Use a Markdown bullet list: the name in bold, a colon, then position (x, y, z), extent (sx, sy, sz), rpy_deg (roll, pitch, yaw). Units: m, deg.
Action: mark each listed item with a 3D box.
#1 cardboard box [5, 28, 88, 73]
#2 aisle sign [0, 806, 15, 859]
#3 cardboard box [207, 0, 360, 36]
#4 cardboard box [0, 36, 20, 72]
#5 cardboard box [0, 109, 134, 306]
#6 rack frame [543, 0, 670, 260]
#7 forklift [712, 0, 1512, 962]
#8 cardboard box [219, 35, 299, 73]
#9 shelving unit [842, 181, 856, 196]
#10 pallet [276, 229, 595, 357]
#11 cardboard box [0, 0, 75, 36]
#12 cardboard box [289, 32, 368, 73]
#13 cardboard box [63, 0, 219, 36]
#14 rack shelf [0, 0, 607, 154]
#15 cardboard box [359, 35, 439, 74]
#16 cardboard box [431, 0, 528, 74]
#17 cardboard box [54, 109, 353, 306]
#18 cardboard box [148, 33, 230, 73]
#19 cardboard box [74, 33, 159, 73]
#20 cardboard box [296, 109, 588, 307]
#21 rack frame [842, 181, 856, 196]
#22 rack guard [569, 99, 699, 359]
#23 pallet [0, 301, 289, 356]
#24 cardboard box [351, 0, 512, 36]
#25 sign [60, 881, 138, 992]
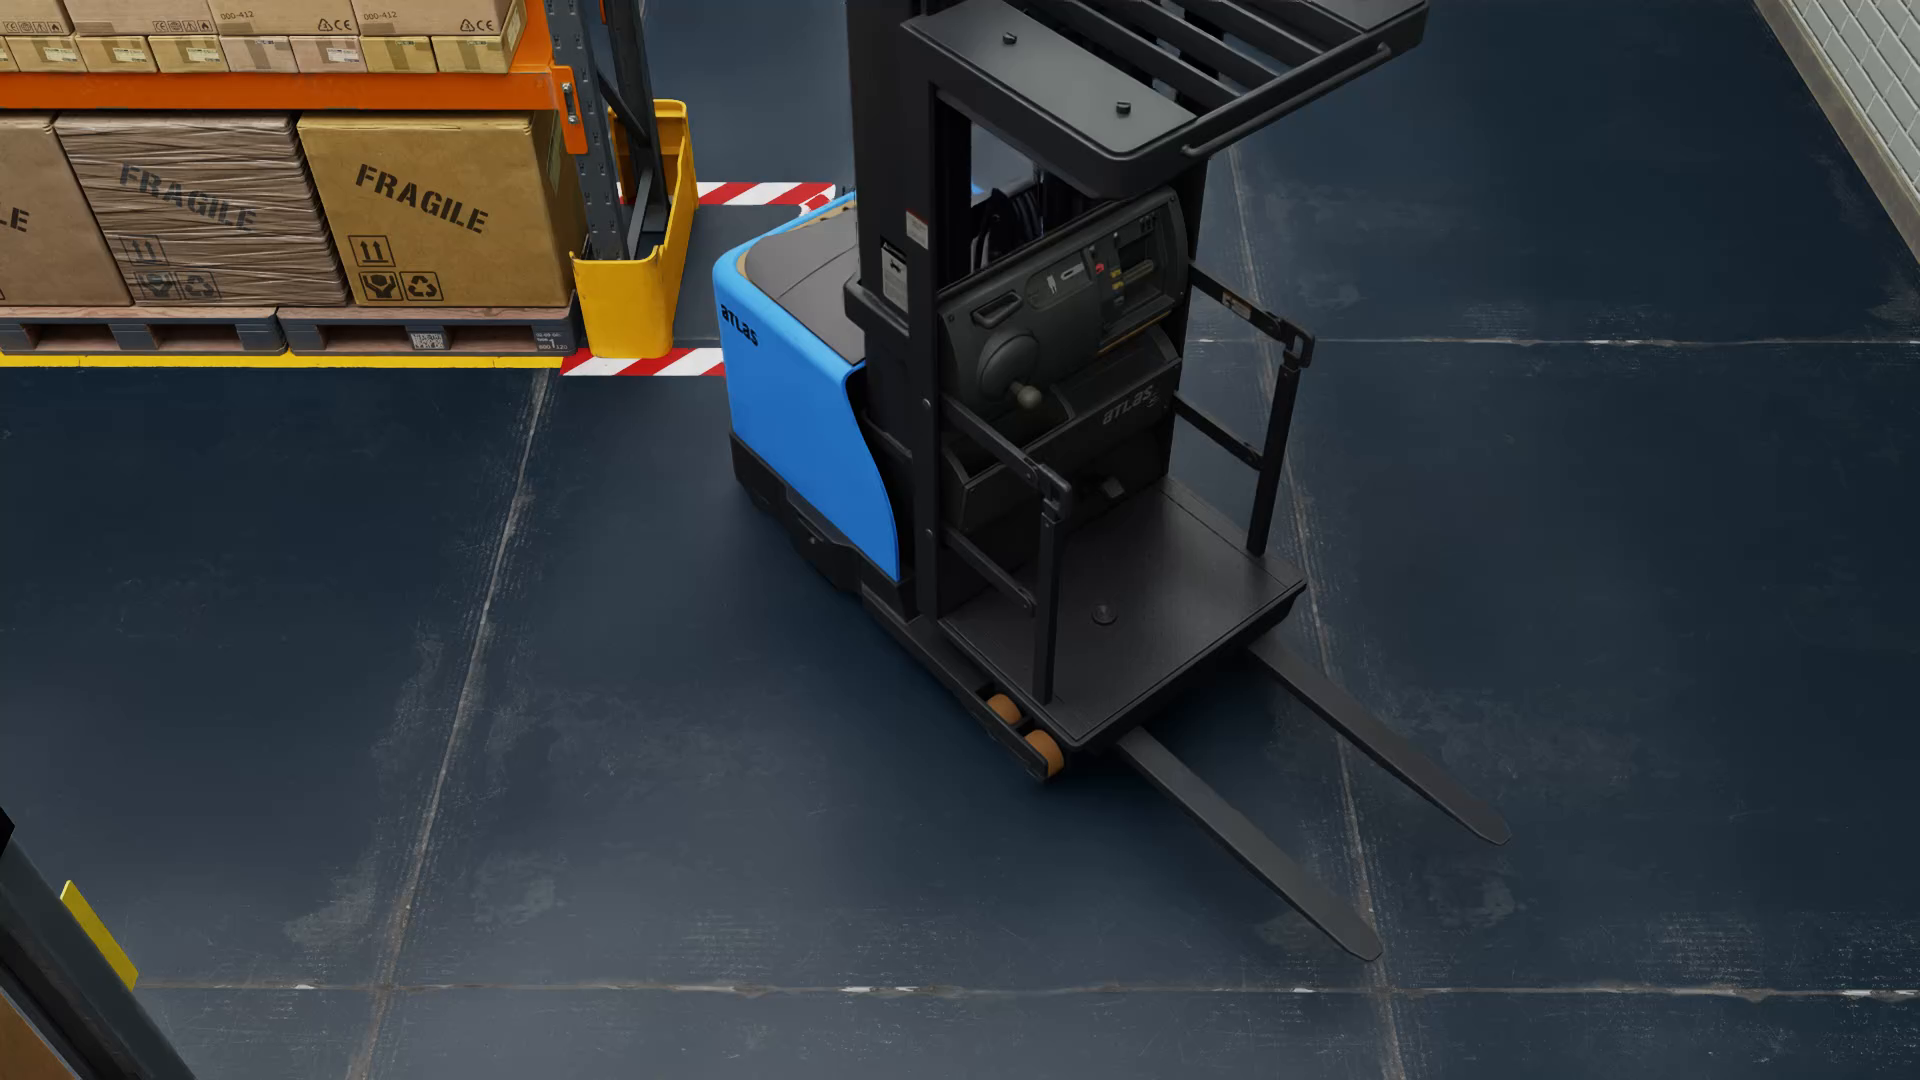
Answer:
- **cardboard box**: position (-3.294, -1.888, 6.130), extent (0.250, 0.149, 0.380), rpy_deg (1, 47, 1)
- **aisle sign**: position (-1.453, 0.316, 2.131), extent (0.004, 0.787, 0.394), rpy_deg (0, 47, 0)
- **cardboard box**: position (-2.400, -2.069, 6.026), extent (0.500, 0.250, 0.500), rpy_deg (-1, 47, -1)
- **cardboard box**: position (-3.554, -1.888, 6.129), extent (0.250, 0.149, 0.380), rpy_deg (-1, 47, -1)
- **cardboard box**: position (-3.848, -1.577, 6.833), extent (0.875, 0.875, 0.875), rpy_deg (0, 47, 0)
- **rack frame**: position (-1.408, -2.210, 6.257), extent (0.127, 3.000, 1.000), rpy_deg (0, 47, 0)
- **forklift**: position (0.466, -0.629, 4.834), extent (1.130, 2.935, 3.031), rpy_deg (-32, 55, -26)
- **cardboard box**: position (-2.527, -1.886, 6.128), extent (0.250, 0.149, 0.380), rpy_deg (1, 47, 1)
- **shelving unit**: position (-0.312, -1.075, 6.633), extent (0.210, 0.900, 0.258), rpy_deg (12, 48, 11)
- **pallet**: position (-2.207, -1.204, 7.227), extent (1.213, 0.211, 1.003), rpy_deg (0, 47, 0)
- **cardboard box**: position (-3.430, -2.068, 6.025), extent (0.500, 0.250, 0.500), rpy_deg (0, 47, 0)
- **cardboard box**: position (-2.277, -1.885, 6.127), extent (0.250, 0.149, 0.380), rpy_deg (0, 47, 0)
- **cardboard box**: position (-2.909, -2.070, 6.027), extent (0.500, 0.250, 0.500), rpy_deg (-1, 47, -1)
- **rack shelf**: position (-3.408, -1.970, 6.526), extent (4.000, 0.370, 1.077), rpy_deg (0, 47, 0)
- **cardboard box**: position (-2.025, -1.883, 6.125), extent (0.250, 0.149, 0.380), rpy_deg (1, 47, 1)
- **cardboard box**: position (-1.765, -1.884, 6.126), extent (0.250, 0.149, 0.380), rpy_deg (1, 47, 1)
- **cardboard box**: position (-2.958, -1.574, 6.831), extent (0.875, 0.875, 0.875), rpy_deg (0, 47, 0)
- **cardboard box**: position (-2.786, -1.886, 6.128), extent (0.250, 0.149, 0.380), rpy_deg (-1, 47, -1)
- **cardboard box**: position (-3.046, -1.886, 6.128), extent (0.250, 0.149, 0.380), rpy_deg (0, 47, 0)
- **cardboard box**: position (-2.048, -1.572, 6.829), extent (0.875, 0.875, 0.875), rpy_deg (0, 47, 0)
- **rack frame**: position (-0.410, -1.096, 6.652), extent (0.006, 0.900, 0.240), rpy_deg (12, 48, 11)
- **rack guard**: position (-1.384, -1.358, 7.172), extent (0.348, 0.500, 1.175), rpy_deg (0, 47, 0)
- **pallet**: position (-3.424, -1.210, 7.232), extent (1.213, 0.211, 1.003), rpy_deg (0, 47, 0)
- **cardboard box**: position (-1.893, -2.067, 6.024), extent (0.500, 0.250, 0.500), rpy_deg (-1, 47, 0)
- **sign**: position (-1.525, 0.729, 2.931), extent (0.005, 0.325, 0.100), rpy_deg (0, 47, 0)
